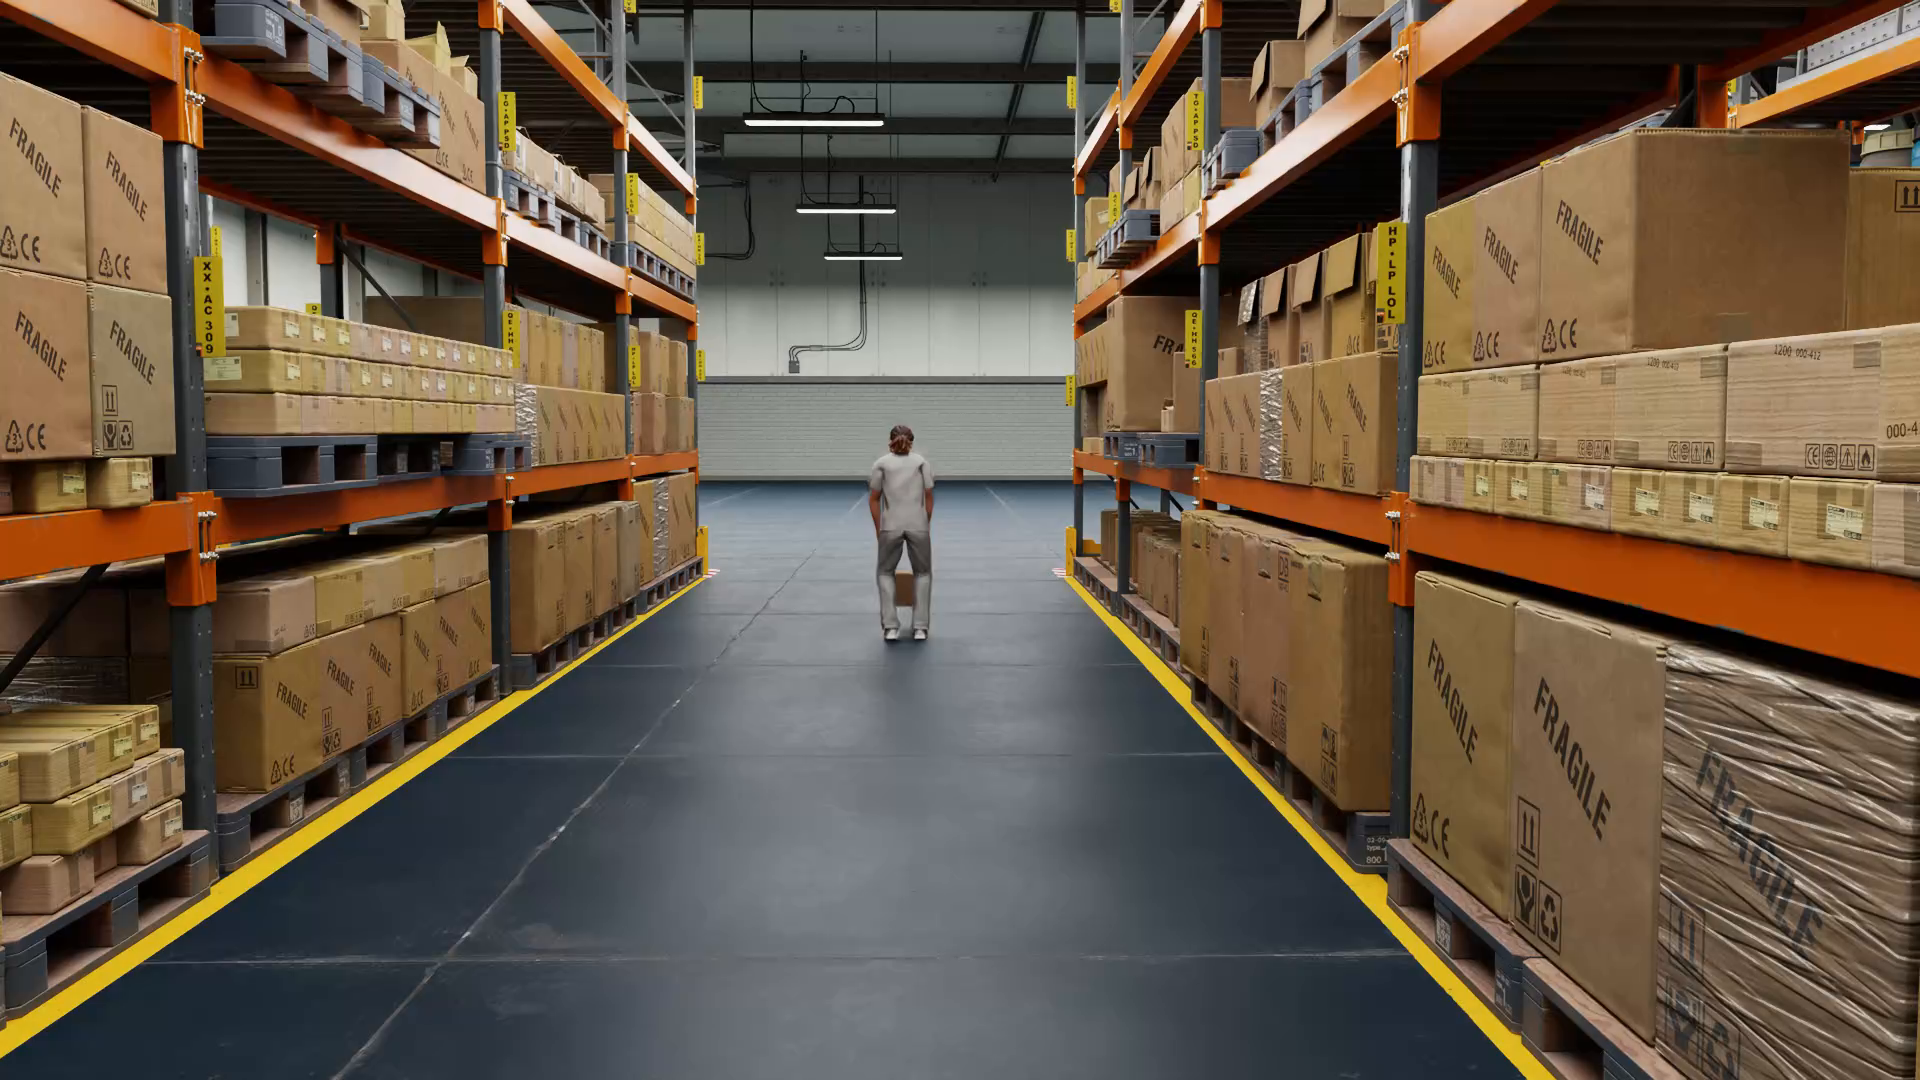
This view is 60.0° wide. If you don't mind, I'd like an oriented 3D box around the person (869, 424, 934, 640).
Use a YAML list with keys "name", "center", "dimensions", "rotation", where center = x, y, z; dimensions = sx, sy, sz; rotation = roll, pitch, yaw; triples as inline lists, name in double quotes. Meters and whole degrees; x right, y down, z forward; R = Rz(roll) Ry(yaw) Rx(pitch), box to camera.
- name: "person"
  center: [-0.429, -0.058, 12.160]
  dimensions: [0.475, 1.573, 0.467]
  rotation: [0, 4, 0]
